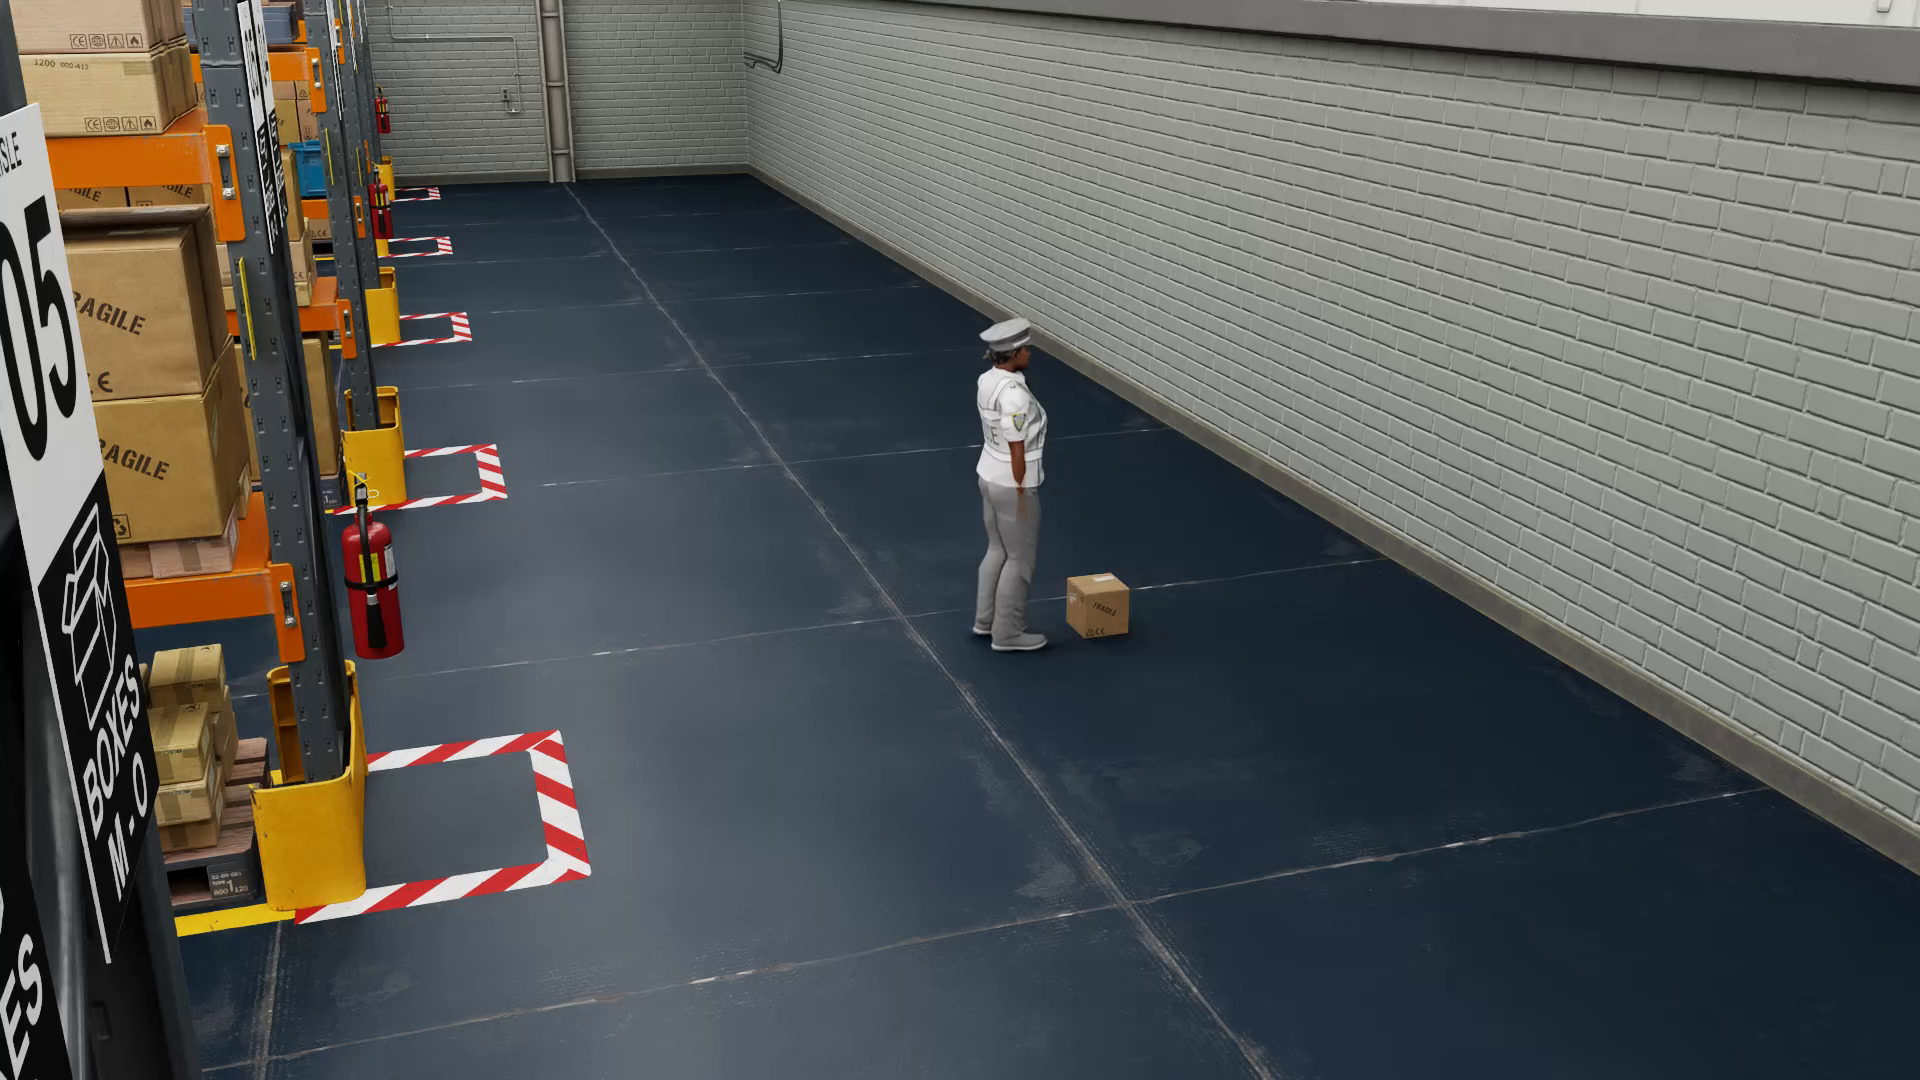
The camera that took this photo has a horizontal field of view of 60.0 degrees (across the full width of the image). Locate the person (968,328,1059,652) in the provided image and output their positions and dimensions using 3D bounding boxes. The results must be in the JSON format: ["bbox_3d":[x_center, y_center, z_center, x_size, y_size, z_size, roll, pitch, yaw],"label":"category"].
[{"bbox_3d":[0.262,-0.254,8.369,0.442,1.624,0.457,-6,20,-16],"label":"person"}]
